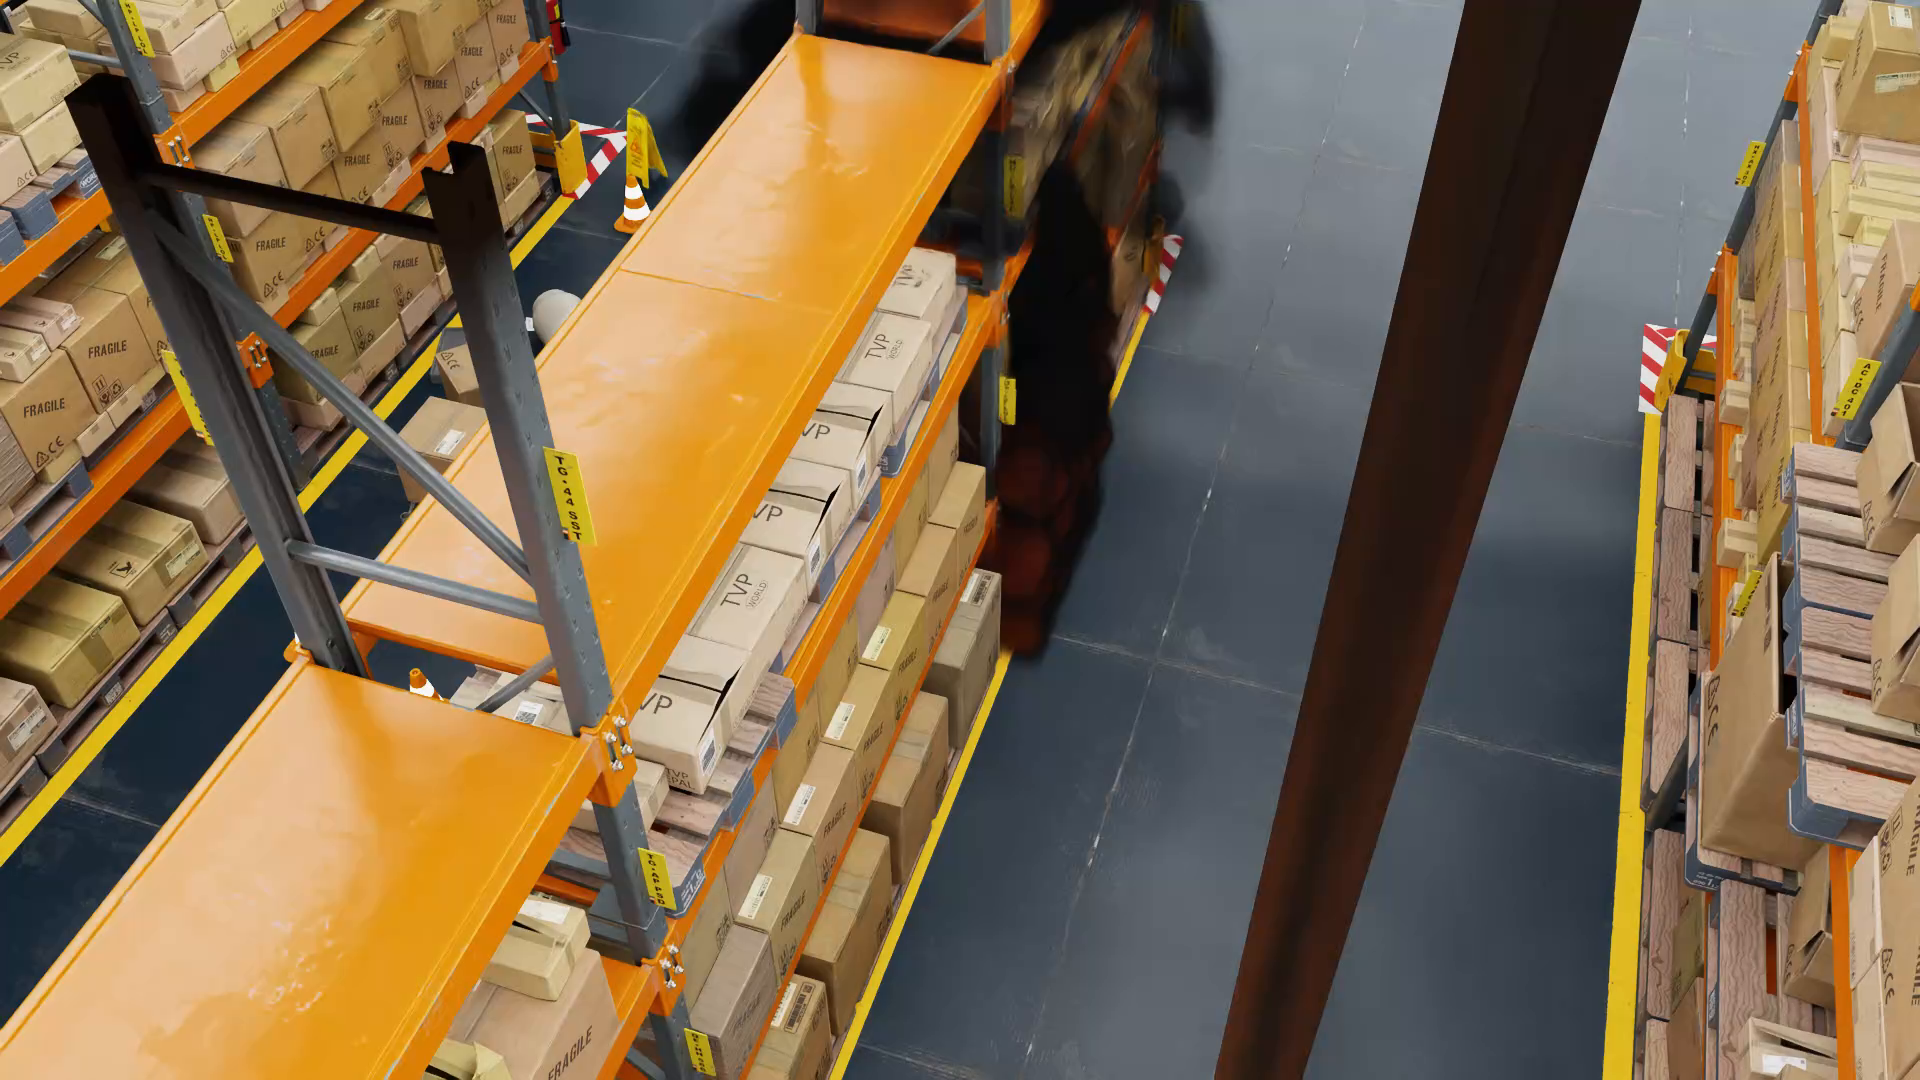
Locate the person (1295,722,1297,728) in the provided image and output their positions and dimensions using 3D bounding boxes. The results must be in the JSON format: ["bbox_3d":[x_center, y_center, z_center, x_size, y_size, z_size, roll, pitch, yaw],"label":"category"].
[{"bbox_3d":[1.973,1.034,8.575,0.576,1.636,0.518,5,46,5],"label":"person"}]
